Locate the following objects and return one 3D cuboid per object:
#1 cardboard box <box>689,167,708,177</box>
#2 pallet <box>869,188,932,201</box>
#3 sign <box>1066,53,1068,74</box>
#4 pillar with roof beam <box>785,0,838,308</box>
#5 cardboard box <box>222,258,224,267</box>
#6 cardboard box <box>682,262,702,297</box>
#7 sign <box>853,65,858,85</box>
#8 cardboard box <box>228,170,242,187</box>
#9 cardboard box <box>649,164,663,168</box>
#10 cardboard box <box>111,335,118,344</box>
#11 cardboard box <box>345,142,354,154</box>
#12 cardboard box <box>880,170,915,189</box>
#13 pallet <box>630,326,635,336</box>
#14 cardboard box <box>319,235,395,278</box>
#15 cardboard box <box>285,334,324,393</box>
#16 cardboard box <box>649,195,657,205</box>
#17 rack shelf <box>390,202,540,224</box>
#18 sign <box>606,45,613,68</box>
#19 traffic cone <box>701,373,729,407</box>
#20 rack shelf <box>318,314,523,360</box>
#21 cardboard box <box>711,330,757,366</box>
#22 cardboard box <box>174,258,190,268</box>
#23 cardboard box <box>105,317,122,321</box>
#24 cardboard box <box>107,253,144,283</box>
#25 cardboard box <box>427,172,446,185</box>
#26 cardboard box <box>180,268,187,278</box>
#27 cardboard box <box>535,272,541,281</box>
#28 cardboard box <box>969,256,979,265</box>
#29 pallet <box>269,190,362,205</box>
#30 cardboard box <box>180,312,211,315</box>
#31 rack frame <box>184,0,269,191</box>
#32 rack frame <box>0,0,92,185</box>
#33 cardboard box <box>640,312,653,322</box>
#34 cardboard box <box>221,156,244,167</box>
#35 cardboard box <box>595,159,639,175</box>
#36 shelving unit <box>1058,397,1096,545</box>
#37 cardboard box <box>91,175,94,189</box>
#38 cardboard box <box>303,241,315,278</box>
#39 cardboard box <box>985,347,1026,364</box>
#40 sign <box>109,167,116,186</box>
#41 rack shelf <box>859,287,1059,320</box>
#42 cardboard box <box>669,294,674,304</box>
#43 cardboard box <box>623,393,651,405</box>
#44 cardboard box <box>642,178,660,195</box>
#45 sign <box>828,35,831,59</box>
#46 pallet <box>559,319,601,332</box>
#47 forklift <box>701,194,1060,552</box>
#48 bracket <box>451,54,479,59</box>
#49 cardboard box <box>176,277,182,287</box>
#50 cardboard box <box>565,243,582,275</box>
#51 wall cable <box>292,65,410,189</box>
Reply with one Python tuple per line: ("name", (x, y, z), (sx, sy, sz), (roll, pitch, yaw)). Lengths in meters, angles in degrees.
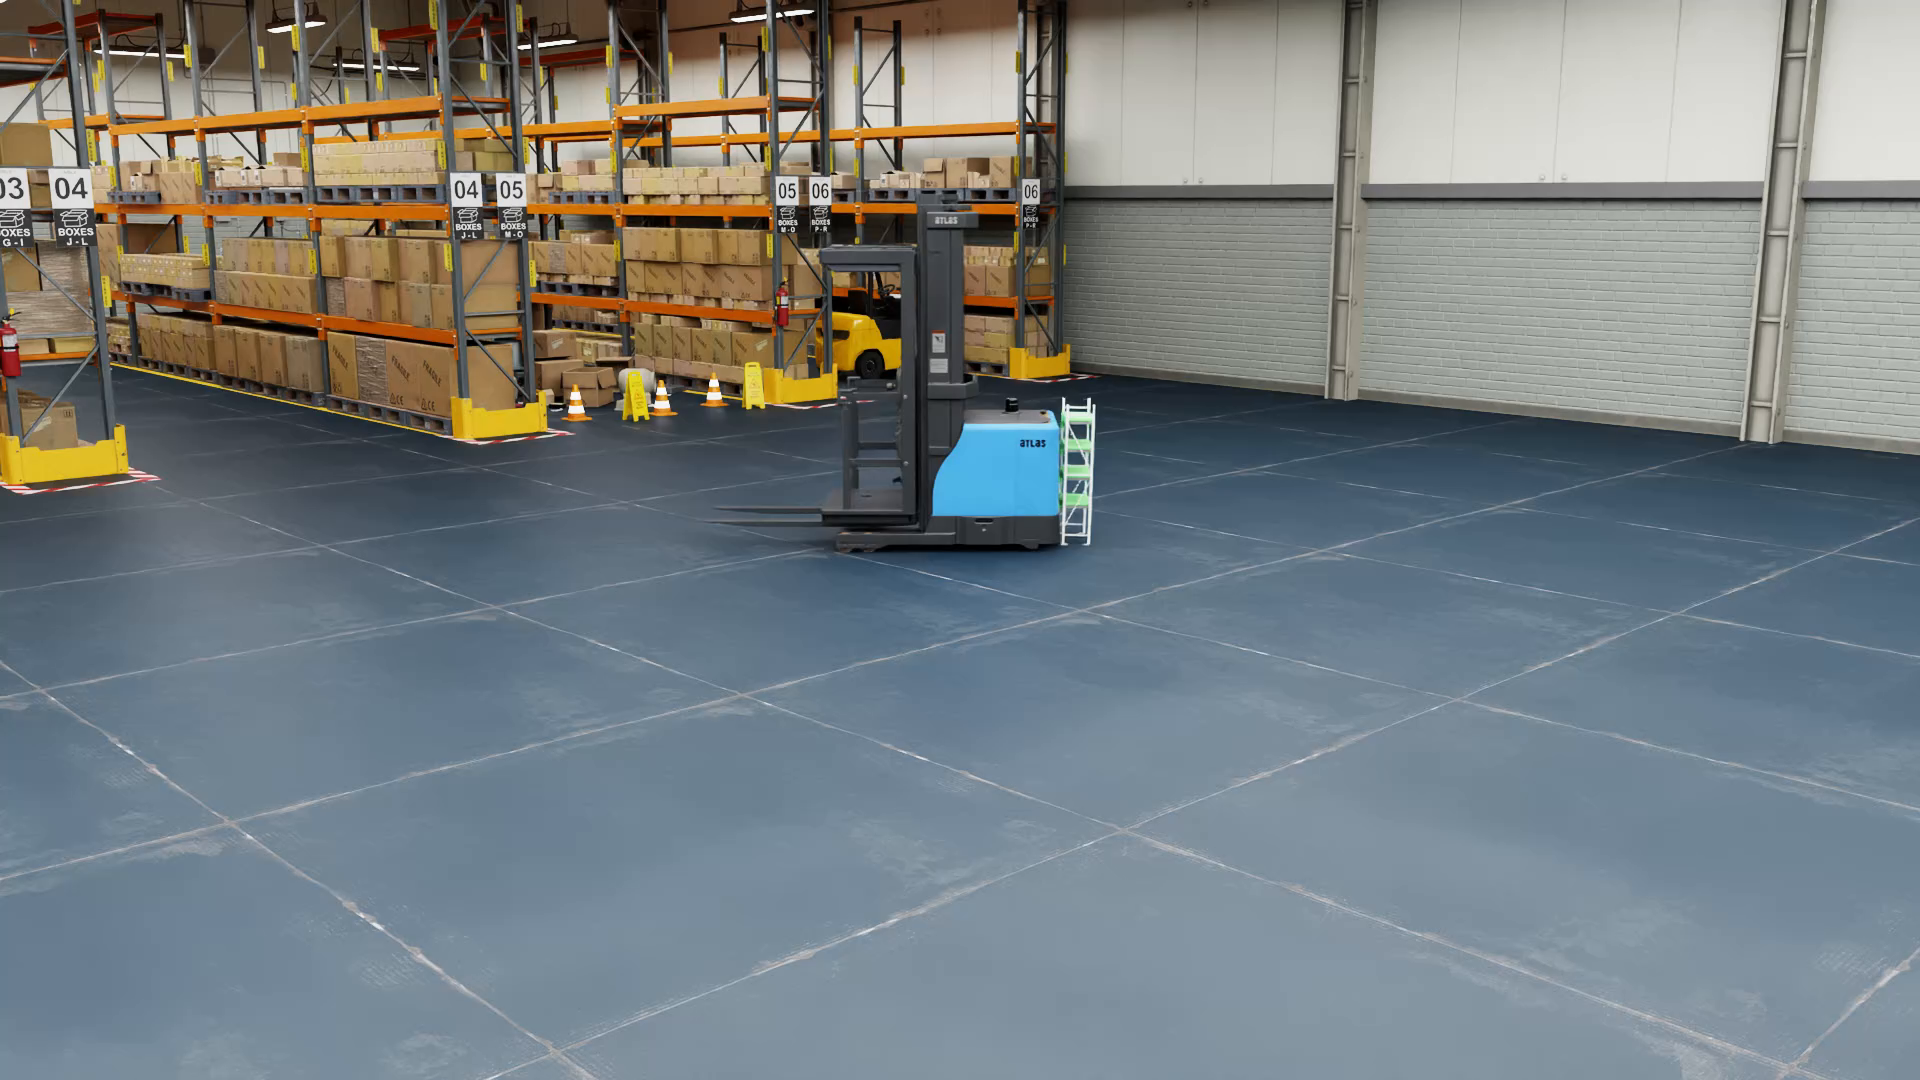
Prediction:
("cardboard box", (-3.803, -5.476, 24.769), (0.380, 0.149, 0.250), (-10, 16, -41))
("pallet", (-0.840, -6.093, 29.336), (1.003, 0.211, 1.213), (-11, 16, -43))
("sign", (1.720, -7.754, 27.039), (0.100, 0.325, 0.005), (-11, 16, -43))
("pillar with roof beam", (-5.771, -7.645, 29.219), (9.100, 9.000, 0.548), (-11, 16, -43))
("cardboard box", (-11.674, -4.482, 26.841), (0.250, 0.149, 0.380), (11, 16, 44))
("cardboard box", (-3.869, -3.971, 25.268), (0.500, 0.500, 0.500), (-11, 16, -42))
("sign", (-1.832, -8.145, 29.134), (0.100, 0.325, 0.005), (-11, 16, -43))
("cardboard box", (-10.621, -5.416, 24.914), (0.500, 0.250, 0.500), (-10, 16, -41))
("cardboard box", (-6.505, -7.836, 35.147), (0.396, 0.266, 0.258), (-11, 16, -43))
("cardboard box", (-14.911, -3.590, 29.689), (0.250, 0.149, 0.380), (11, 16, 43))
("cardboard box", (-7.834, -5.133, 21.818), (0.380, 0.149, 0.250), (-11, 16, -42))
("cardboard box", (-1.049, -6.313, 29.116), (0.500, 0.311, 0.500), (-10, 16, -41))
("pallet", (-6.383, -4.476, 35.615), (1.003, 0.211, 1.213), (-11, 16, -43))
("cardboard box", (-8.315, -3.935, 23.028), (0.875, 0.550, 0.550), (-11, 16, -43))
("cardboard box", (-9.039, -2.573, 24.001), (1.050, 0.750, 0.750), (-11, 16, -43))
("cardboard box", (-4.606, -5.295, 25.869), (0.380, 0.149, 0.250), (-11, 16, -43))
("rack shelf", (-9.179, -6.088, 30.877), (1.077, 0.370, 4.000), (-11, 16, -43))
("sign", (-5.432, -7.491, 25.762), (0.100, 0.325, 0.005), (-11, 16, -43))
("traffic cone", (-3.503, -2.152, 23.711), (0.336, 0.463, 0.334), (-11, 16, -43))
("rack shelf", (-7.164, -2.747, 22.093), (1.077, 0.370, 4.000), (-11, 16, -43))
("cardboard box", (-3.377, -2.894, 24.941), (0.500, 0.500, 0.500), (-10, 15, -40))
("cardboard box", (-12.330, -4.432, 26.596), (0.380, 0.149, 0.250), (-10, 15, -41))
("cardboard box", (-16.152, -4.156, 31.702), (0.380, 0.149, 0.250), (-10, 16, -41))
("cardboard box", (-14.608, -4.784, 29.216), (0.500, 0.500, 0.500), (-11, 16, -42))
("cardboard box", (-6.258, -4.409, 20.280), (0.380, 0.149, 0.250), (-11, 16, -43))
("cardboard box", (-12.164, -4.250, 26.453), (0.380, 0.149, 0.250), (-10, 15, -40))
("cardboard box", (-7.206, -4.553, 28.660), (0.380, 0.149, 0.250), (-11, 16, -42))
("cardboard box", (0.377, -4.700, 27.933), (0.380, 0.149, 0.250), (-11, 16, -43))
("pallet", (-9.214, -4.893, 23.770), (1.217, 0.209, 0.805), (11, 16, 43))
("cardboard box", (-13.028, -3.757, 28.509), (0.500, 0.250, 0.500), (-10, 15, -40))
("rack frame", (-11.308, -6.913, 25.665), (1.000, 3.000, 0.127), (-11, 16, -43))
("rack frame", (-9.440, -5.069, 16.715), (1.000, 3.000, 0.127), (-11, 16, -43))
("cardboard box", (-6.426, -4.758, 35.228), (0.500, 0.500, 0.500), (-11, 16, -43))
("cardboard box", (-11.744, -6.041, 26.719), (0.396, 0.266, 0.258), (-11, 16, -43))
("cardboard box", (-5.527, -6.009, 26.801), (0.500, 0.250, 0.500), (-10, 16, -41))
("shelving unit", (1.001, -0.598, 14.324), (0.258, 1.200, 0.503), (1, 12, -1))
("cardboard box", (-15.287, -6.384, 29.664), (0.500, 0.250, 0.500), (-10, 15, -40))
("cardboard box", (-8.892, -4.001, 23.674), (0.700, 0.500, 0.500), (-11, 16, -44))
("cardboard box", (0.762, -3.088, 27.737), (0.500, 0.250, 0.500), (-11, 16, -42))
("sign", (-14.457, -6.204, 28.377), (0.100, 0.325, 0.005), (-11, 16, -43))
("rack shelf", (-0.066, -4.144, 28.873), (1.077, 0.370, 4.000), (-11, 16, -43))
("cardboard box", (-4.280, -3.742, 25.764), (0.380, 0.149, 0.250), (-11, 16, -43))
("cardboard box", (-4.638, -2.025, 23.873), (0.380, 0.149, 0.250), (-3, 12, -13))
("cardboard box", (-4.566, -5.461, 25.683), (0.500, 0.250, 0.500), (-11, 16, -43))
("sign", (-1.880, -7.022, 23.683), (0.100, 0.325, 0.005), (-11, 16, -43))
("pallet", (-8.293, -4.868, 37.517), (1.003, 0.211, 1.213), (-11, 16, -43))
("forklift", (-0.674, -1.440, 14.135), (3.031, 2.935, 1.130), (0, 12, 1))
("bracket", (-13.418, -12.178, 42.301), (0.076, 0.066, 5.218), (-11, 16, -43))
("cardboard box", (-12.329, -4.139, 26.651), (0.380, 0.149, 0.250), (-11, 16, -42))
("cardboard box", (-6.215, -4.680, 27.666), (0.500, 0.500, 0.500), (-10, 15, -41))
("wall cable", (-14.867, -10.082, 40.951), (2.988, 3.039, 0.133), (-11, 16, -43))
